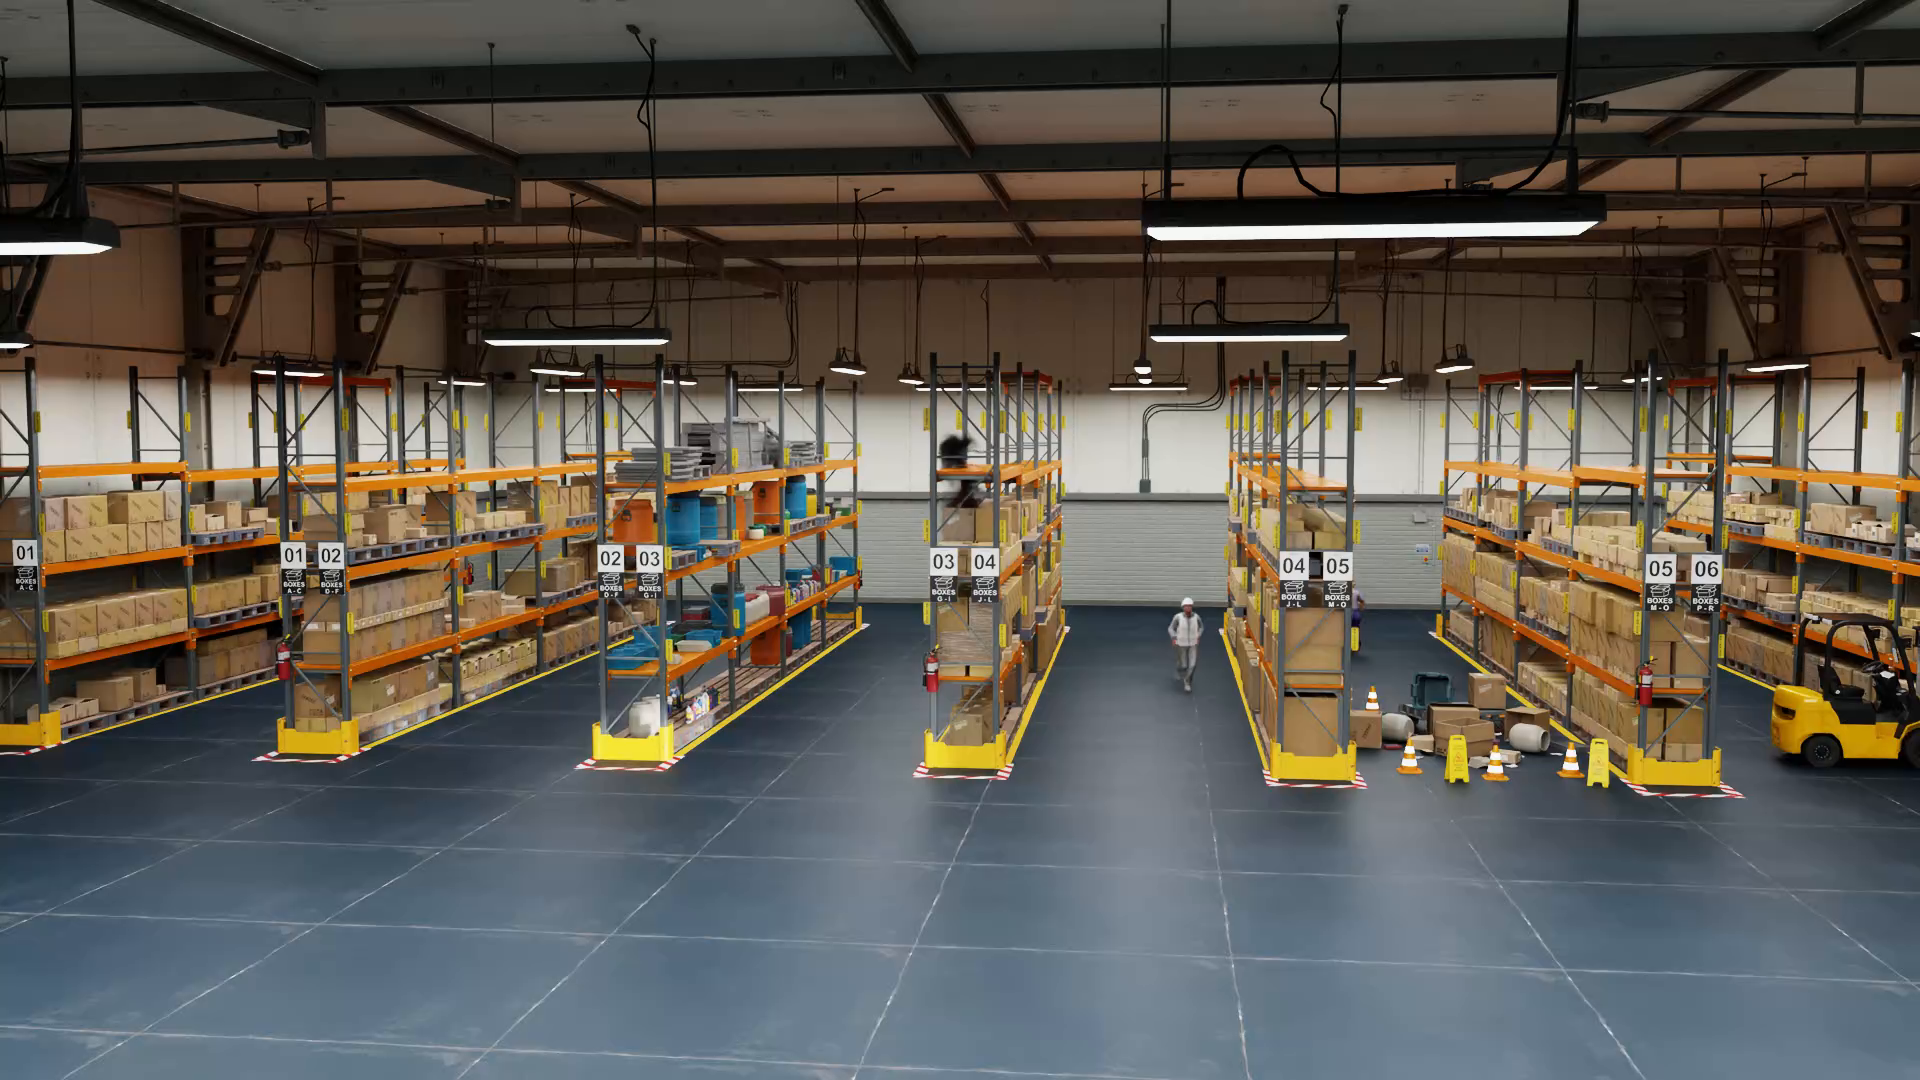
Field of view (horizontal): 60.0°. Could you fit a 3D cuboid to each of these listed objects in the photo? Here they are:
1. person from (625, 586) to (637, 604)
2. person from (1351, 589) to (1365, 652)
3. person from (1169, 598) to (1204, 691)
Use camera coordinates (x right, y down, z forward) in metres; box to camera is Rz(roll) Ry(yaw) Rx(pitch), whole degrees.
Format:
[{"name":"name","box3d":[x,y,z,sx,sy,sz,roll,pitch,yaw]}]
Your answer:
[{"name":"person","box3d":[-8.219,1.136,42.889,1.074,1.723,0.666,2,4,22]},{"name":"person","box3d":[8.510,1.669,35.998,0.604,1.595,0.567,-1,4,-15]},{"name":"person","box3d":[4.255,1.946,31.251,0.671,1.731,0.622,0,4,-6]}]
